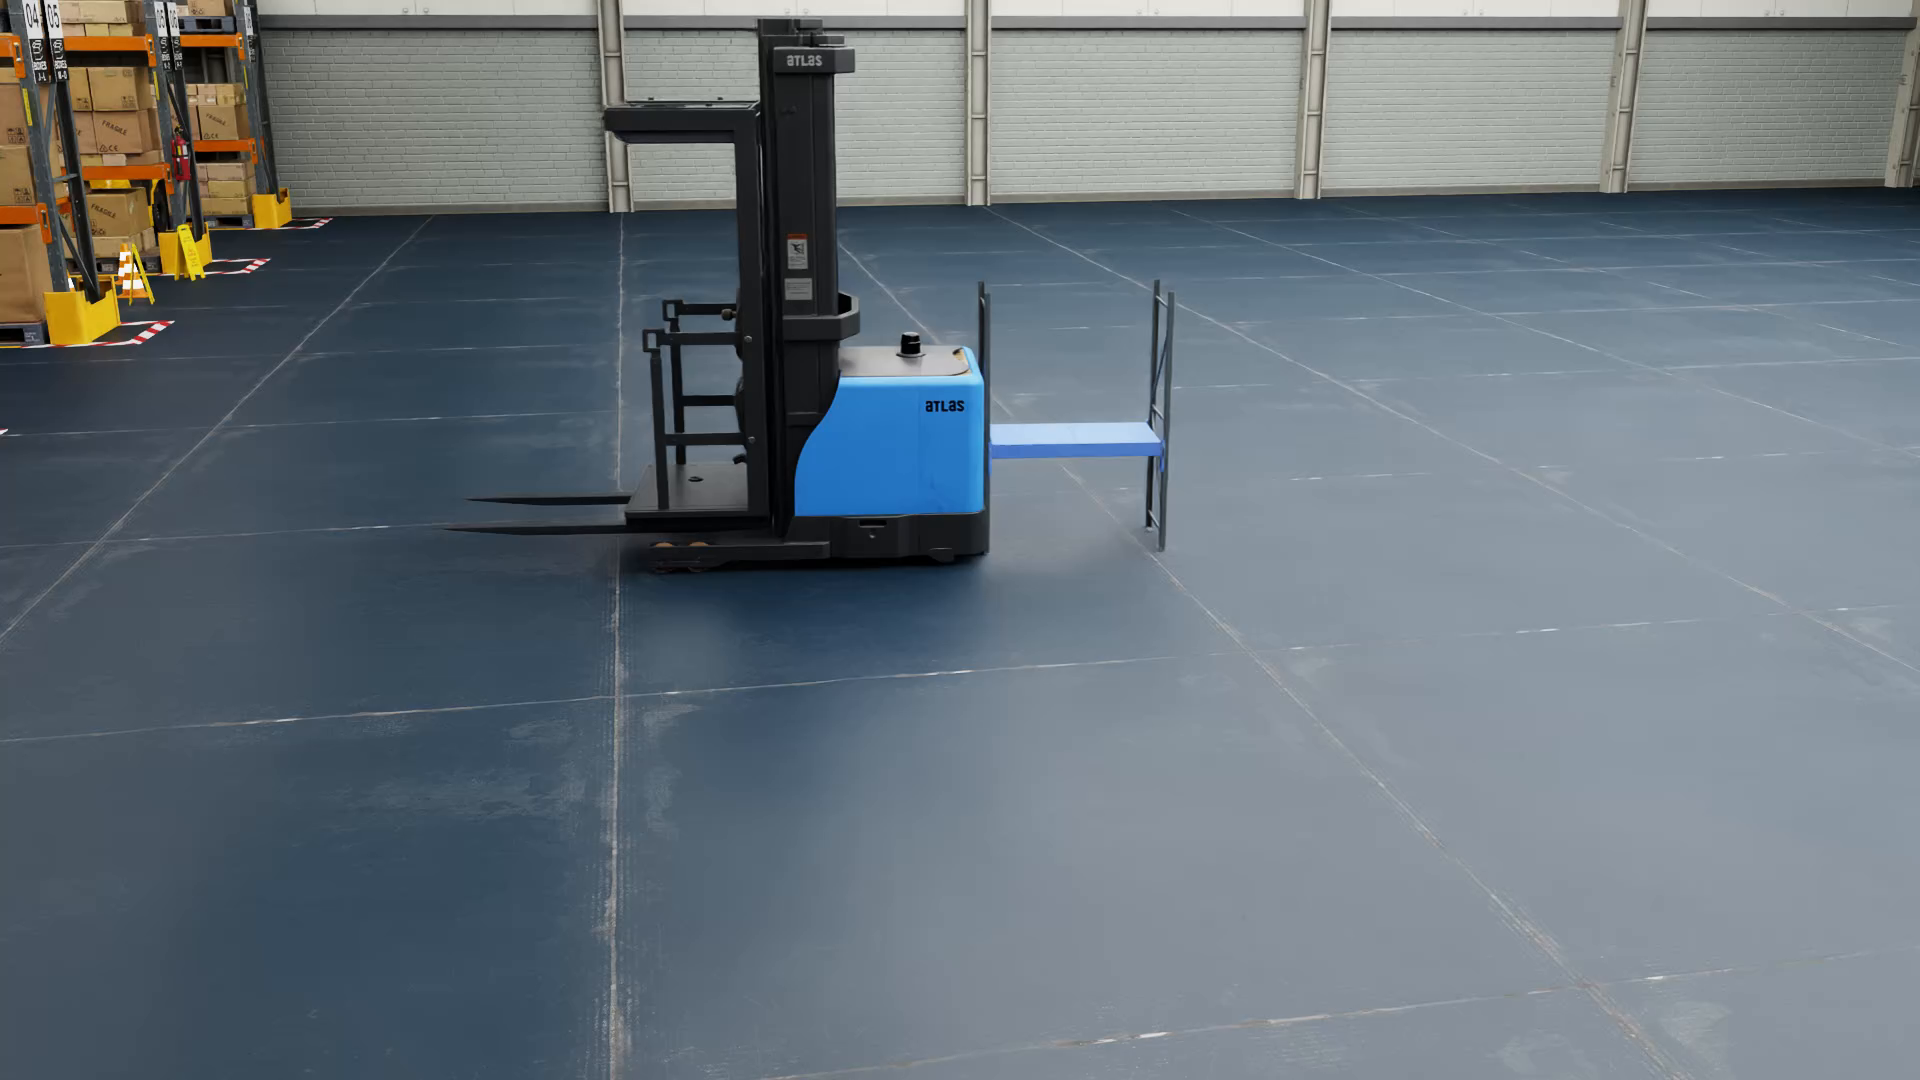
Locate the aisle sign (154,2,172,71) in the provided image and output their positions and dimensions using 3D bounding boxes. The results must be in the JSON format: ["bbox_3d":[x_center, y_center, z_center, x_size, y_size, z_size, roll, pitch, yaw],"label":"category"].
[{"bbox_3d":[-9.570,-6.048,19.965,0.004,0.787,0.394,-3,17,-10],"label":"aisle sign"}]

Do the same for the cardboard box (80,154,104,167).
[{"bbox_3d":[-10.496,-4.628,20.200,0.250,0.149,0.380,-4,17,-11],"label":"cardboard box"}]

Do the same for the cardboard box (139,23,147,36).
[{"bbox_3d":[-10.073,-6.274,20.449,0.250,0.149,0.380,-3,17,-10],"label":"cardboard box"}]

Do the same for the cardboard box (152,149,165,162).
[{"bbox_3d":[-10.059,-4.806,20.777,0.250,0.149,0.380,-3,17,-10],"label":"cardboard box"}]

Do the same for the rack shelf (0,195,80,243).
[{"bbox_3d":[-10.611,-3.008,15.723,4.000,0.370,1.077,-3,17,-10],"label":"rack shelf"}]

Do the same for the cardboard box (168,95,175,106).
[{"bbox_3d":[-11.676,-6.543,24.732,0.250,0.149,0.380,-3,17,-11],"label":"cardboard box"}]

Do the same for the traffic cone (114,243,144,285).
[{"bbox_3d":[-9.863,-3.277,19.691,0.334,0.463,0.336,-3,17,-10],"label":"traffic cone"}]

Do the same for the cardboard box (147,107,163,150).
[{"bbox_3d":[-10.204,-5.129,20.724,0.500,0.500,0.500,-4,17,-11],"label":"cardboard box"}]

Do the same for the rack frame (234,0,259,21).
[{"bbox_3d":[-10.631,-9.184,24.385,0.127,3.000,1.000,-3,17,-10],"label":"rack frame"}]

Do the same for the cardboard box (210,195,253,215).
[{"bbox_3d":[-11.033,-5.085,25.226,0.500,0.250,0.500,-3,17,-10],"label":"cardboard box"}]

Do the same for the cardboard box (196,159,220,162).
[{"bbox_3d":[-11.629,-5.679,25.458,0.500,0.250,0.500,-3,17,-10],"label":"cardboard box"}]

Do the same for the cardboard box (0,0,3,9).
[{"bbox_3d":[-8.910,-4.910,15.122,0.250,0.149,0.380,-3,17,-11],"label":"cardboard box"}]

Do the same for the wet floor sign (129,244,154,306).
[{"bbox_3d":[-8.995,-2.911,18.189,0.232,0.644,0.267,-6,18,-20],"label":"wet floor sign"}]

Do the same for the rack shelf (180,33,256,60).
[{"bbox_3d":[-12.595,-7.294,24.568,4.000,0.370,1.077,-3,17,-10],"label":"rack shelf"}]

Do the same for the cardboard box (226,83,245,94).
[{"bbox_3d":[-11.002,-6.859,25.252,0.250,0.149,0.380,-4,17,-12],"label":"cardboard box"}]

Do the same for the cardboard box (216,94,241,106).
[{"bbox_3d":[-10.919,-6.574,24.830,0.250,0.149,0.380,-3,17,-10],"label":"cardboard box"}]

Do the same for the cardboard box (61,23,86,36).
[{"bbox_3d":[-10.489,-6.070,19.785,0.250,0.149,0.380,-3,17,-9],"label":"cardboard box"}]

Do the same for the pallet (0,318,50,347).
[{"bbox_3d":[-9.418,-2.064,16.171,1.213,0.211,1.003,-3,17,-10],"label":"pallet"}]

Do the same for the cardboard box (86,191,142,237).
[{"bbox_3d":[-10.423,-4.010,20.450,0.500,0.500,0.500,-3,17,-10],"label":"cardboard box"}]

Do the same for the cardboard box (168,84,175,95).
[{"bbox_3d":[-11.690,-6.698,24.727,0.250,0.149,0.380,-3,17,-10],"label":"cardboard box"}]

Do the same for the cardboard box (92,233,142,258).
[{"bbox_3d":[-10.452,-3.648,20.546,0.500,0.250,0.500,-3,17,-11],"label":"cardboard box"}]

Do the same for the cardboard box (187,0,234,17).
[{"bbox_3d":[-11.020,-7.951,24.425,0.500,0.500,0.500,-3,17,-9],"label":"cardboard box"}]

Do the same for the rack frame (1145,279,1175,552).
[{"bbox_3d":[1.152,-0.723,9.611,0.032,1.500,0.500,-1,17,-3],"label":"rack frame"}]

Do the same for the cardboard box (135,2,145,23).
[{"bbox_3d":[-10.230,-6.438,20.305,0.500,0.250,0.500,-4,17,-11],"label":"cardboard box"}]

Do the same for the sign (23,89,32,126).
[{"bbox_3d":[-8.558,-3.973,15.264,0.005,0.325,0.100,-3,17,-10],"label":"sign"}]

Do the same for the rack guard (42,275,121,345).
[{"bbox_3d":[-8.624,-2.270,16.352,0.348,0.500,1.175,-3,17,-10],"label":"rack guard"}]

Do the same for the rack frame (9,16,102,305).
[{"bbox_3d":[-8.648,-3.464,15.980,0.127,3.000,1.000,-3,17,-10],"label":"rack frame"}]

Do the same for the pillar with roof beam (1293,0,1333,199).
[{"bbox_3d":[7.004,-9.166,24.328,0.400,9.000,9.100,-3,17,-10],"label":"pillar with roof beam"}]

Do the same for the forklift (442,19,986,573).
[{"bbox_3d":[-1.395,-1.378,9.307,3.031,2.935,1.130,-1,17,-3],"label":"forklift"}]

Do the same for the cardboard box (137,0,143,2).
[{"bbox_3d":[-10.074,-6.619,20.214,0.250,0.149,0.380,-3,17,-11],"label":"cardboard box"}]

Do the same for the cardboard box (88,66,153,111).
[{"bbox_3d":[-10.146,-5.462,20.105,0.500,0.500,0.700,-4,17,-12],"label":"cardboard box"}]

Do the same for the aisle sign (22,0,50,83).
[{"bbox_3d":[-8.521,-4.624,15.330,0.004,0.787,0.394,-3,17,-10],"label":"aisle sign"}]

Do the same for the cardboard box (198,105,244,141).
[{"bbox_3d":[-11.065,-6.260,24.915,0.500,0.500,0.500,-4,17,-12],"label":"cardboard box"}]

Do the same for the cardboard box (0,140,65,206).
[{"bbox_3d":[-9.003,-3.502,15.848,0.550,0.550,0.875,-3,17,-10],"label":"cardboard box"}]

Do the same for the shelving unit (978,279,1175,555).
[{"bbox_3d":[0.645,-0.713,9.580,1.048,1.500,0.538,-1,17,-3],"label":"shelving unit"}]

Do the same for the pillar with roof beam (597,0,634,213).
[{"bbox_3d":[-4.778,-8.498,22.152,0.400,9.000,9.100,-3,17,-10],"label":"pillar with roof beam"}]

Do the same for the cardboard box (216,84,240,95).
[{"bbox_3d":[-10.943,-6.735,24.849,0.250,0.149,0.380,-3,17,-10],"label":"cardboard box"}]

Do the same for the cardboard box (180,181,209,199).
[{"bbox_3d":[-11.544,-5.299,25.072,0.500,0.250,0.500,-3,17,-11],"label":"cardboard box"}]

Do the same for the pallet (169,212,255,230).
[{"bbox_3d":[-11.374,-4.928,25.497,1.213,0.211,1.003,-3,17,-10],"label":"pallet"}]
